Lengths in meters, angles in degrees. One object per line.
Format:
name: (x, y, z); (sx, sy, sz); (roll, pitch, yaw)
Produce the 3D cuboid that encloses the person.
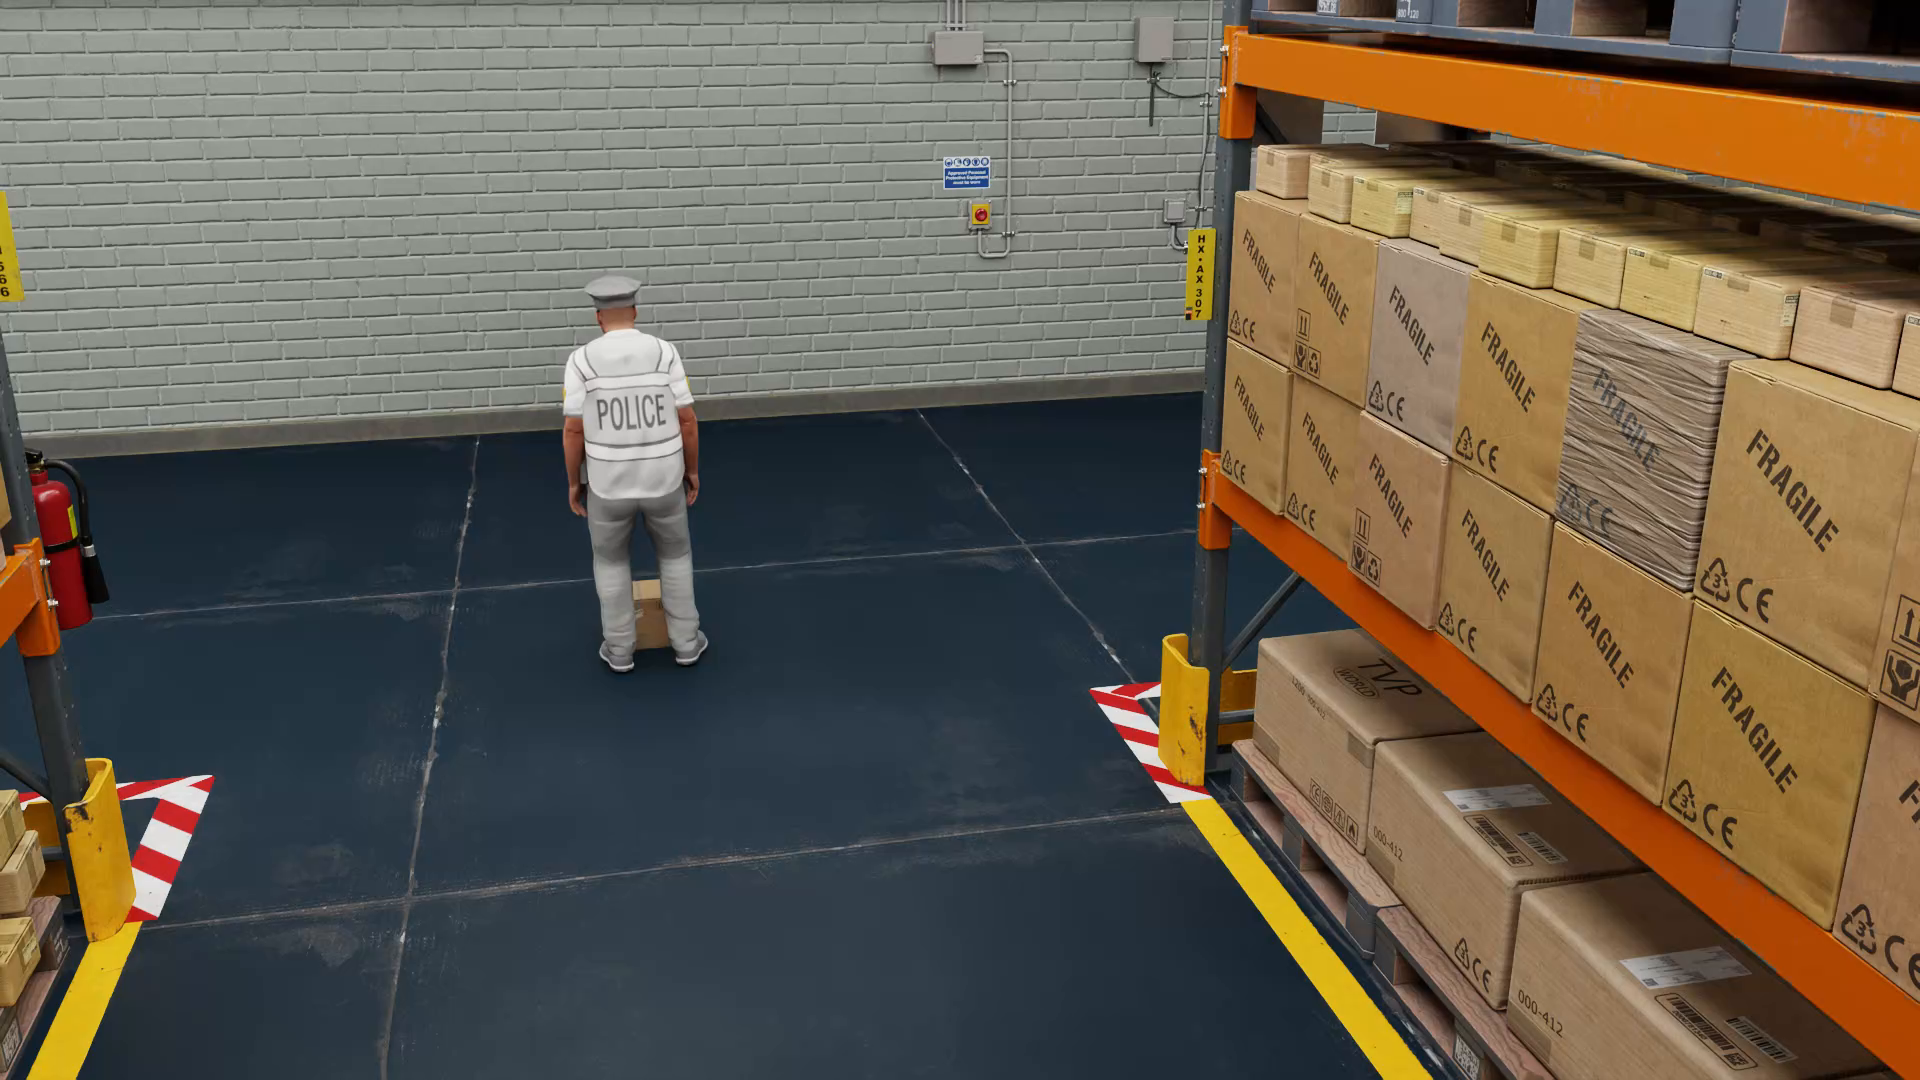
person: (-1.430, -0.264, 7.307); (0.589, 1.746, 0.436); (-5, 20, -15)
